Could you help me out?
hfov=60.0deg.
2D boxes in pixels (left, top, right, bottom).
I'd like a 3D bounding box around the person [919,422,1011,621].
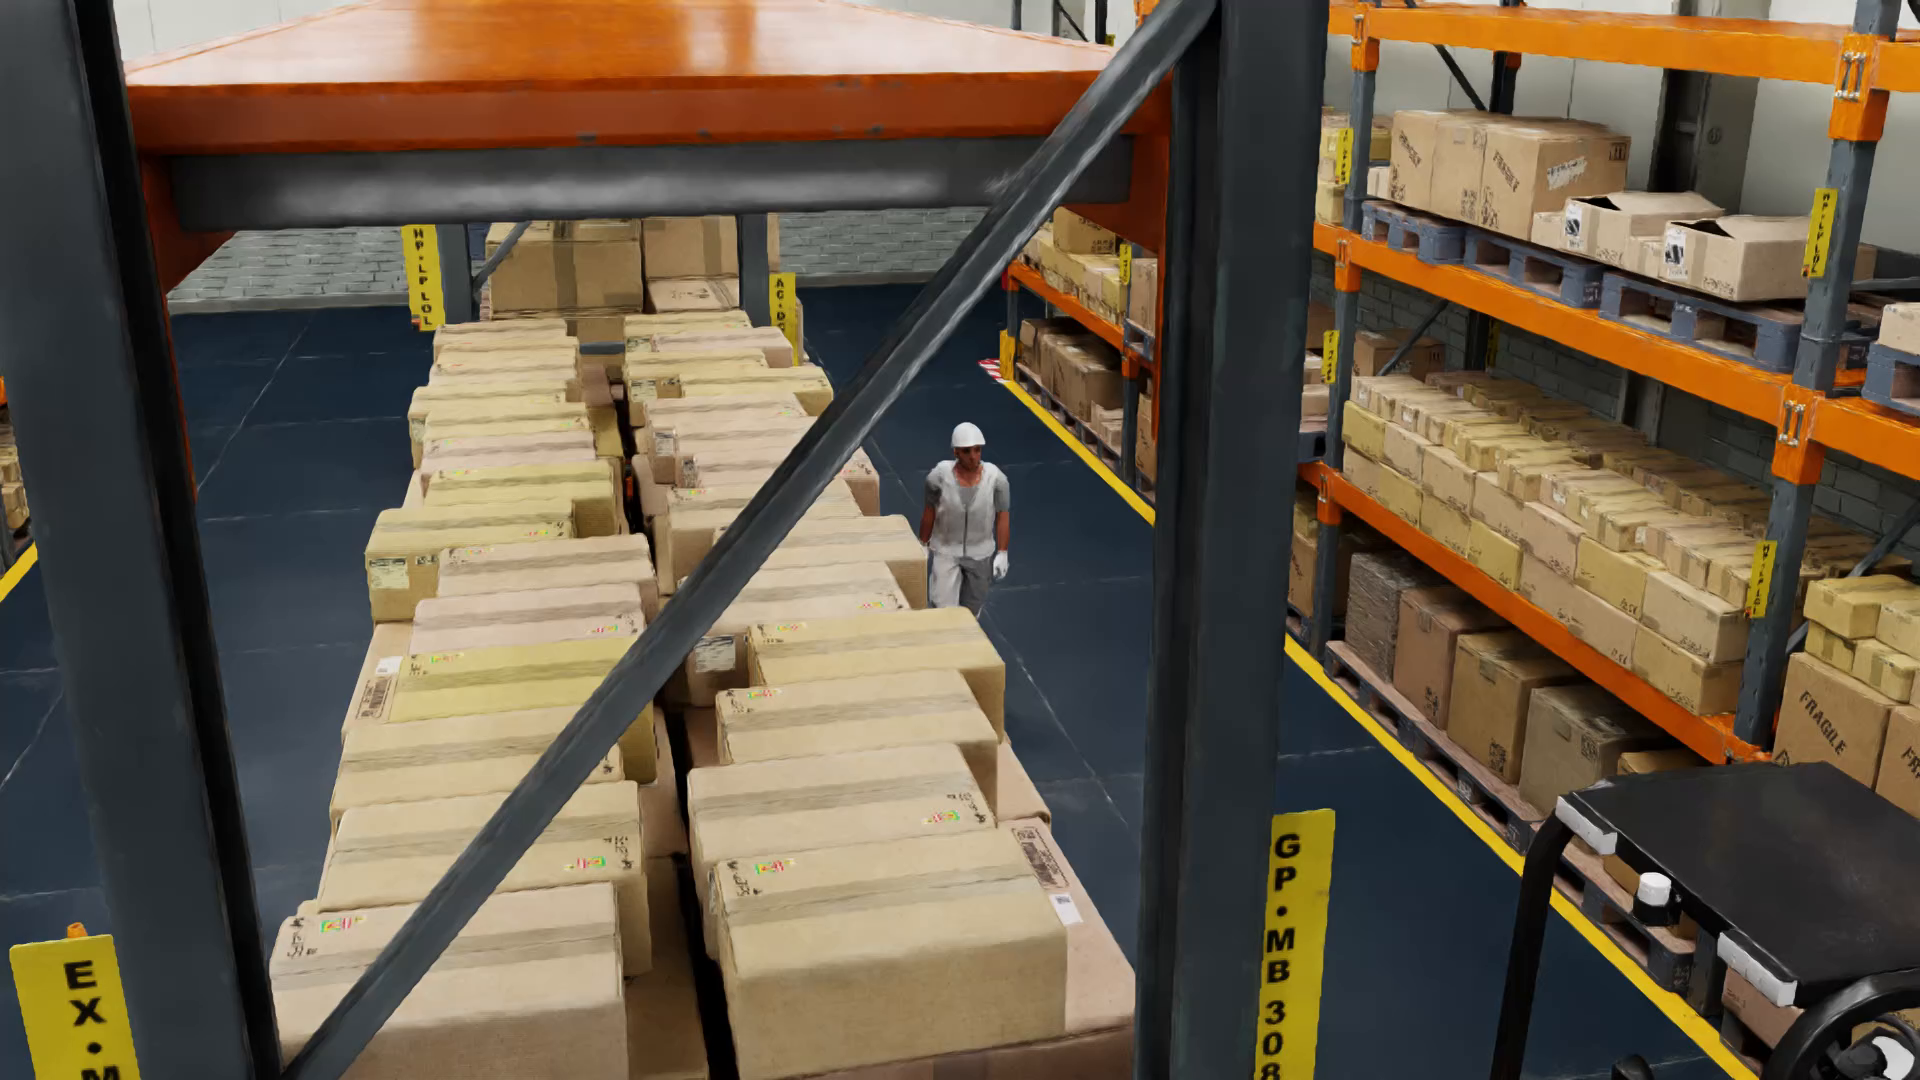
[{"bbox_3d":[0.033,0.085,10.348,0.581,1.708,1.102,-3,20,-8],"label":"person"}]
